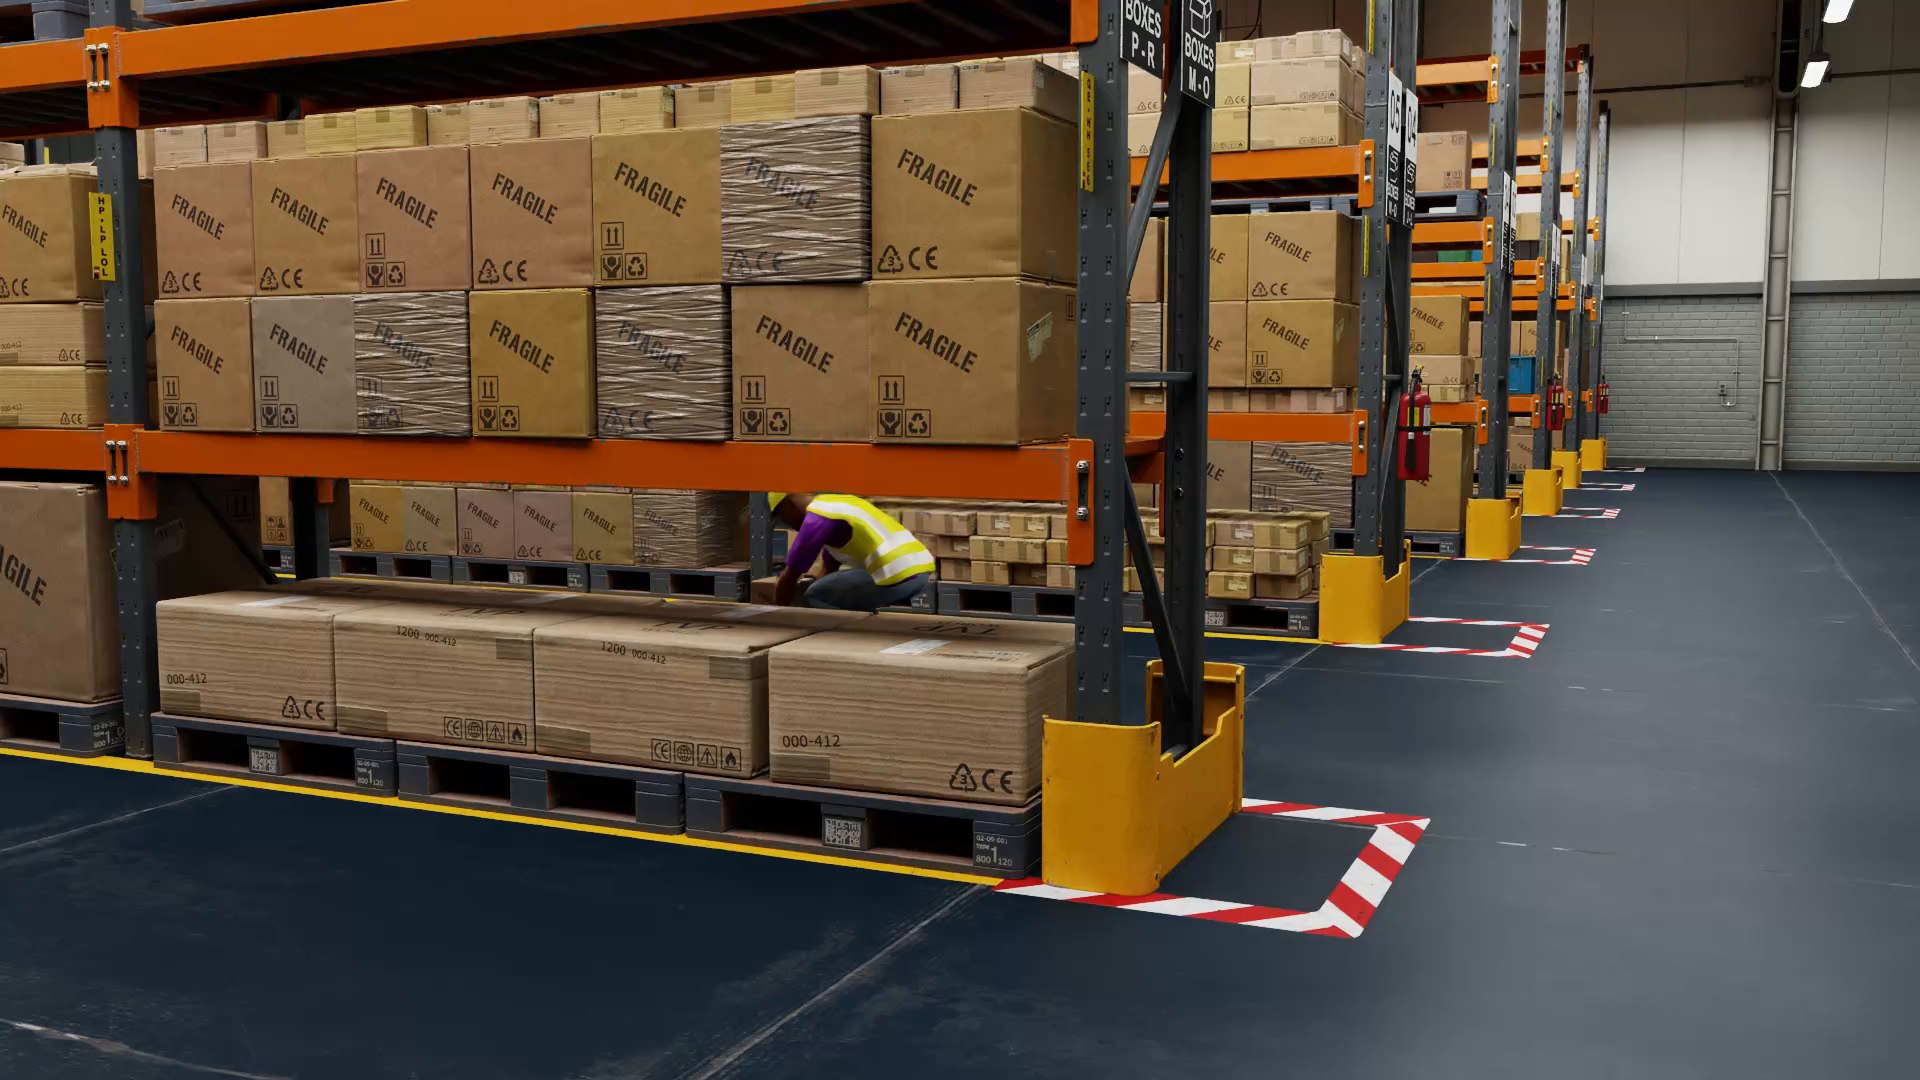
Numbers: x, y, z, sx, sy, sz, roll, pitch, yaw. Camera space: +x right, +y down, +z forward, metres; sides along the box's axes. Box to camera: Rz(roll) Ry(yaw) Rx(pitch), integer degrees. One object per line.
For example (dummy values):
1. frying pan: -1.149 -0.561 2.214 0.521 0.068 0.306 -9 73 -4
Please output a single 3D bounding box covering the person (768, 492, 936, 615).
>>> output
1. person: -0.605 0.169 8.548 0.891 1.026 0.583 2 6 23
